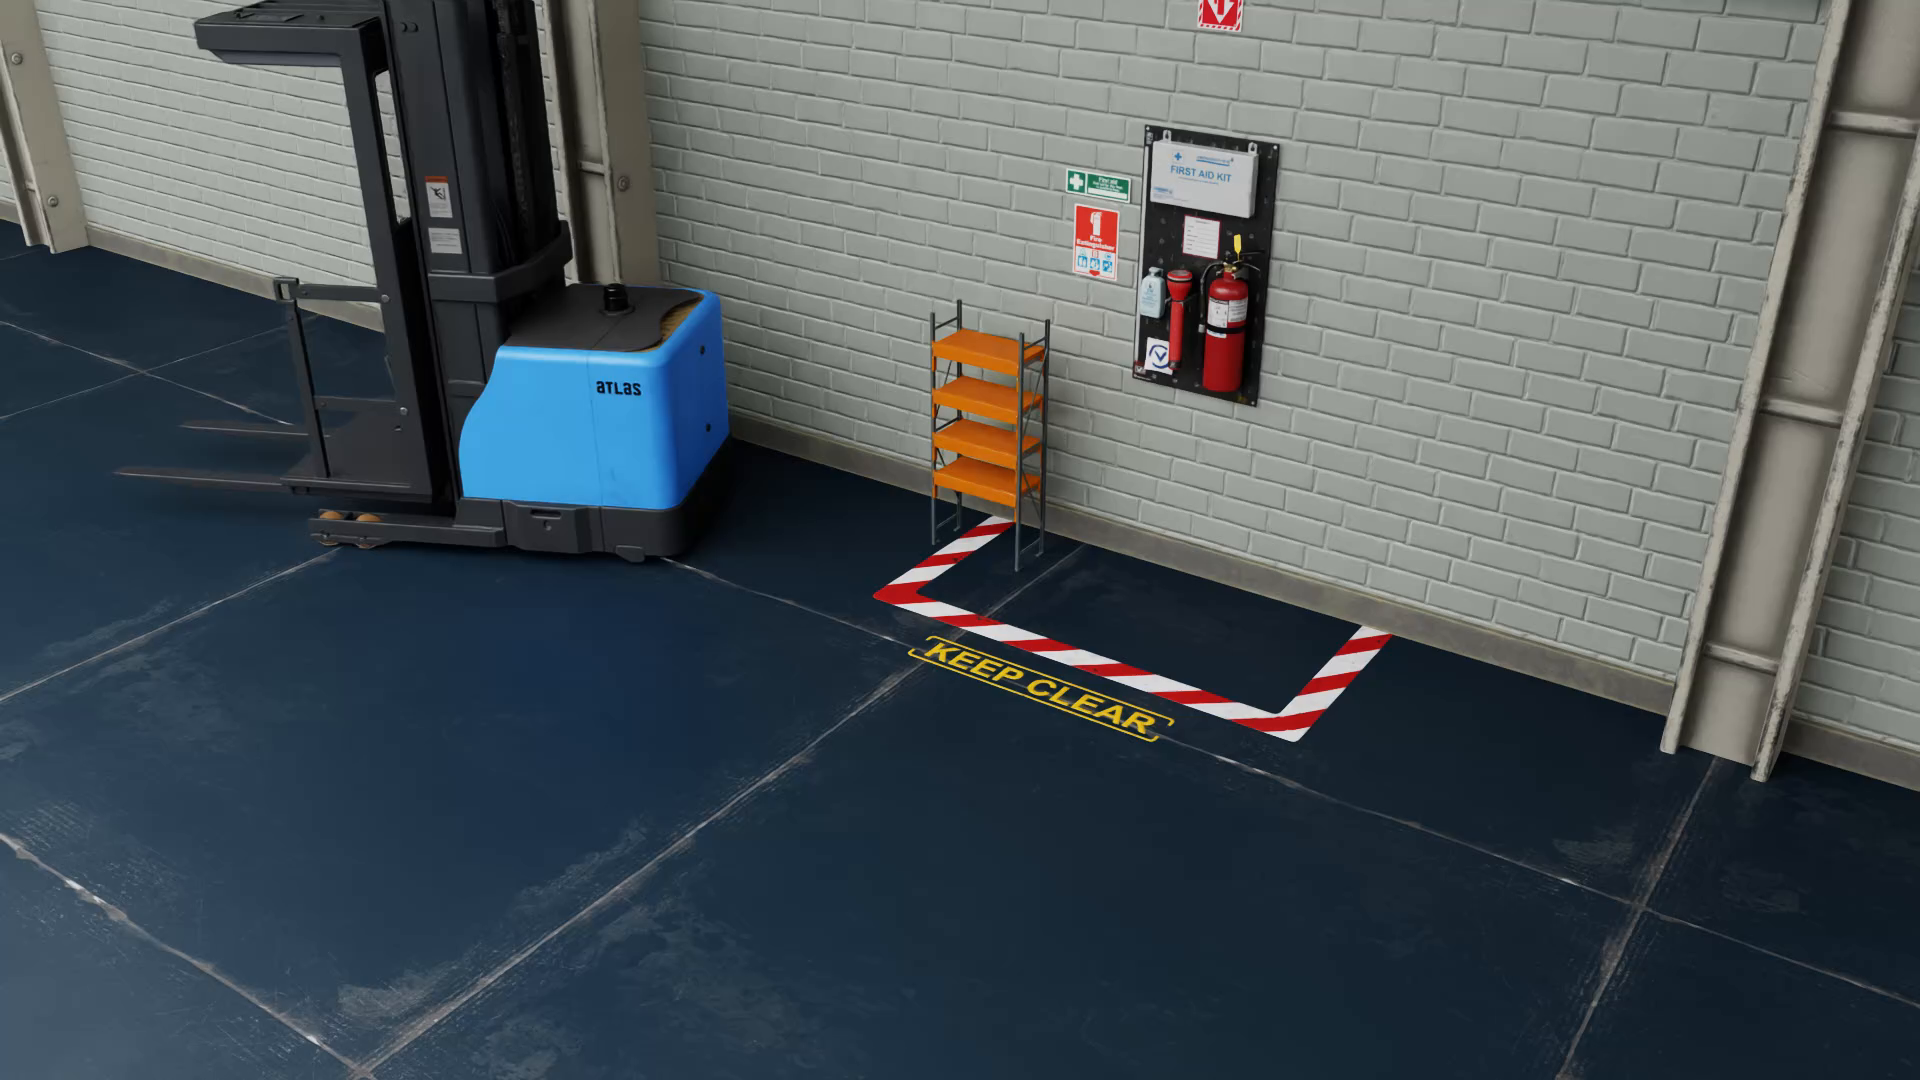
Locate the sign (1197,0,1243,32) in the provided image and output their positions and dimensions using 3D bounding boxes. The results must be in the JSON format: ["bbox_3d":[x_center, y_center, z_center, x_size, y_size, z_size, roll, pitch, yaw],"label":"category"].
[{"bbox_3d":[1.064,-2.229,6.768,0.199,0.298,0.001,17,32,30],"label":"sign"}]

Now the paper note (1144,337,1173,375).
[{"bbox_3d":[0.908,-0.836,7.556,0.142,0.148,0.016,17,32,30],"label":"paper note"}]

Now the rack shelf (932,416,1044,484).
[{"bbox_3d":[0.136,-0.432,7.925,0.480,0.148,0.258,17,32,30],"label":"rack shelf"}]

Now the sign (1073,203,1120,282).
[{"bbox_3d":[0.617,-1.353,7.563,0.234,0.329,0.001,17,32,30],"label":"sign"}]

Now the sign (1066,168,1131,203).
[{"bbox_3d":[0.616,-1.585,7.434,0.331,0.109,0.001,17,32,30],"label":"sign"}]

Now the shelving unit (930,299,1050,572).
[{"bbox_3d":[0.136,-0.492,7.894,0.503,1.200,0.258,17,32,30],"label":"shelving unit"}]

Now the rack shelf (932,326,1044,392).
[{"bbox_3d":[0.136,-0.842,7.716,0.480,0.148,0.258,17,32,30],"label":"rack shelf"}]

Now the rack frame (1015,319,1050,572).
[{"bbox_3d":[0.338,-0.430,7.771,0.015,1.200,0.240,17,32,30],"label":"rack frame"}]

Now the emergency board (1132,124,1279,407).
[{"bbox_3d":[1.014,-1.157,7.216,0.643,1.169,0.194,17,32,30],"label":"emergency board"}]

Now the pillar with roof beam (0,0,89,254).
[{"bbox_3d":[-9.299,-4.654,7.473,0.400,9.000,9.100,17,32,30],"label":"pillar with roof beam"}]

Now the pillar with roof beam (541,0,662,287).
[{"bbox_3d":[-4.353,-3.113,4.446,0.400,9.000,9.100,17,32,30],"label":"pillar with roof beam"}]

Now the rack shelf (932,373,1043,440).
[{"bbox_3d":[0.136,-0.632,7.823,0.480,0.148,0.258,17,32,30],"label":"rack shelf"}]

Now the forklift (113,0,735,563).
[{"bbox_3d":[-2.748,-1.495,7.957,3.031,2.935,1.130,4,27,8],"label":"forklift"}]

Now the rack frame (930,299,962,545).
[{"bbox_3d":[-0.065,-0.555,8.018,0.015,1.200,0.240,17,32,30],"label":"rack frame"}]

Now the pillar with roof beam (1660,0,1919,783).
[{"bbox_3d":[0.592,-1.572,1.418,0.400,9.000,9.100,17,32,30],"label":"pillar with roof beam"}]

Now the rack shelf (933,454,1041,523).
[{"bbox_3d":[0.136,-0.255,8.015,0.480,0.148,0.258,17,32,30],"label":"rack shelf"}]
